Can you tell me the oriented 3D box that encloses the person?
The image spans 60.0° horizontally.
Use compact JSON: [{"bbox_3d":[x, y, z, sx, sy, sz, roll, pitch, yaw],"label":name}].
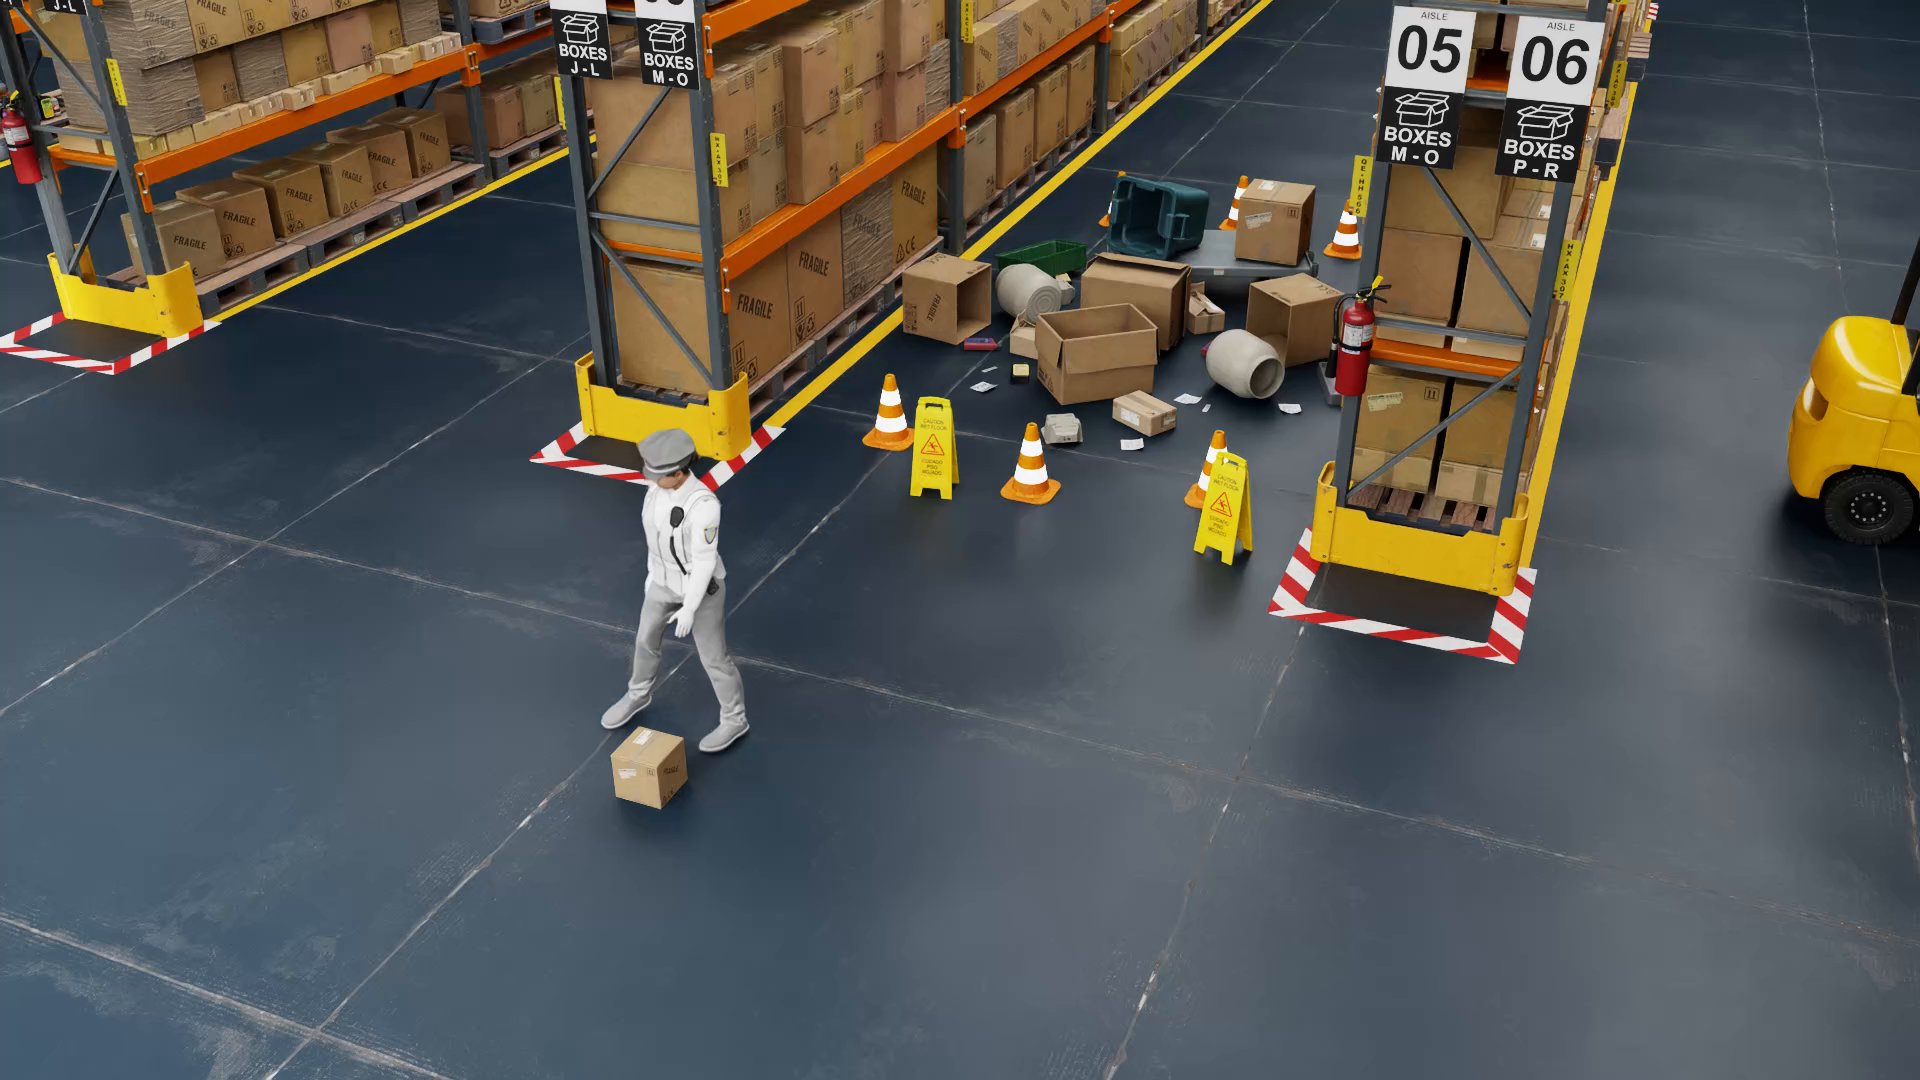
[{"bbox_3d":[-1.428,0.230,7.959,0.669,1.658,0.490,24,38,35],"label":"person"}]
